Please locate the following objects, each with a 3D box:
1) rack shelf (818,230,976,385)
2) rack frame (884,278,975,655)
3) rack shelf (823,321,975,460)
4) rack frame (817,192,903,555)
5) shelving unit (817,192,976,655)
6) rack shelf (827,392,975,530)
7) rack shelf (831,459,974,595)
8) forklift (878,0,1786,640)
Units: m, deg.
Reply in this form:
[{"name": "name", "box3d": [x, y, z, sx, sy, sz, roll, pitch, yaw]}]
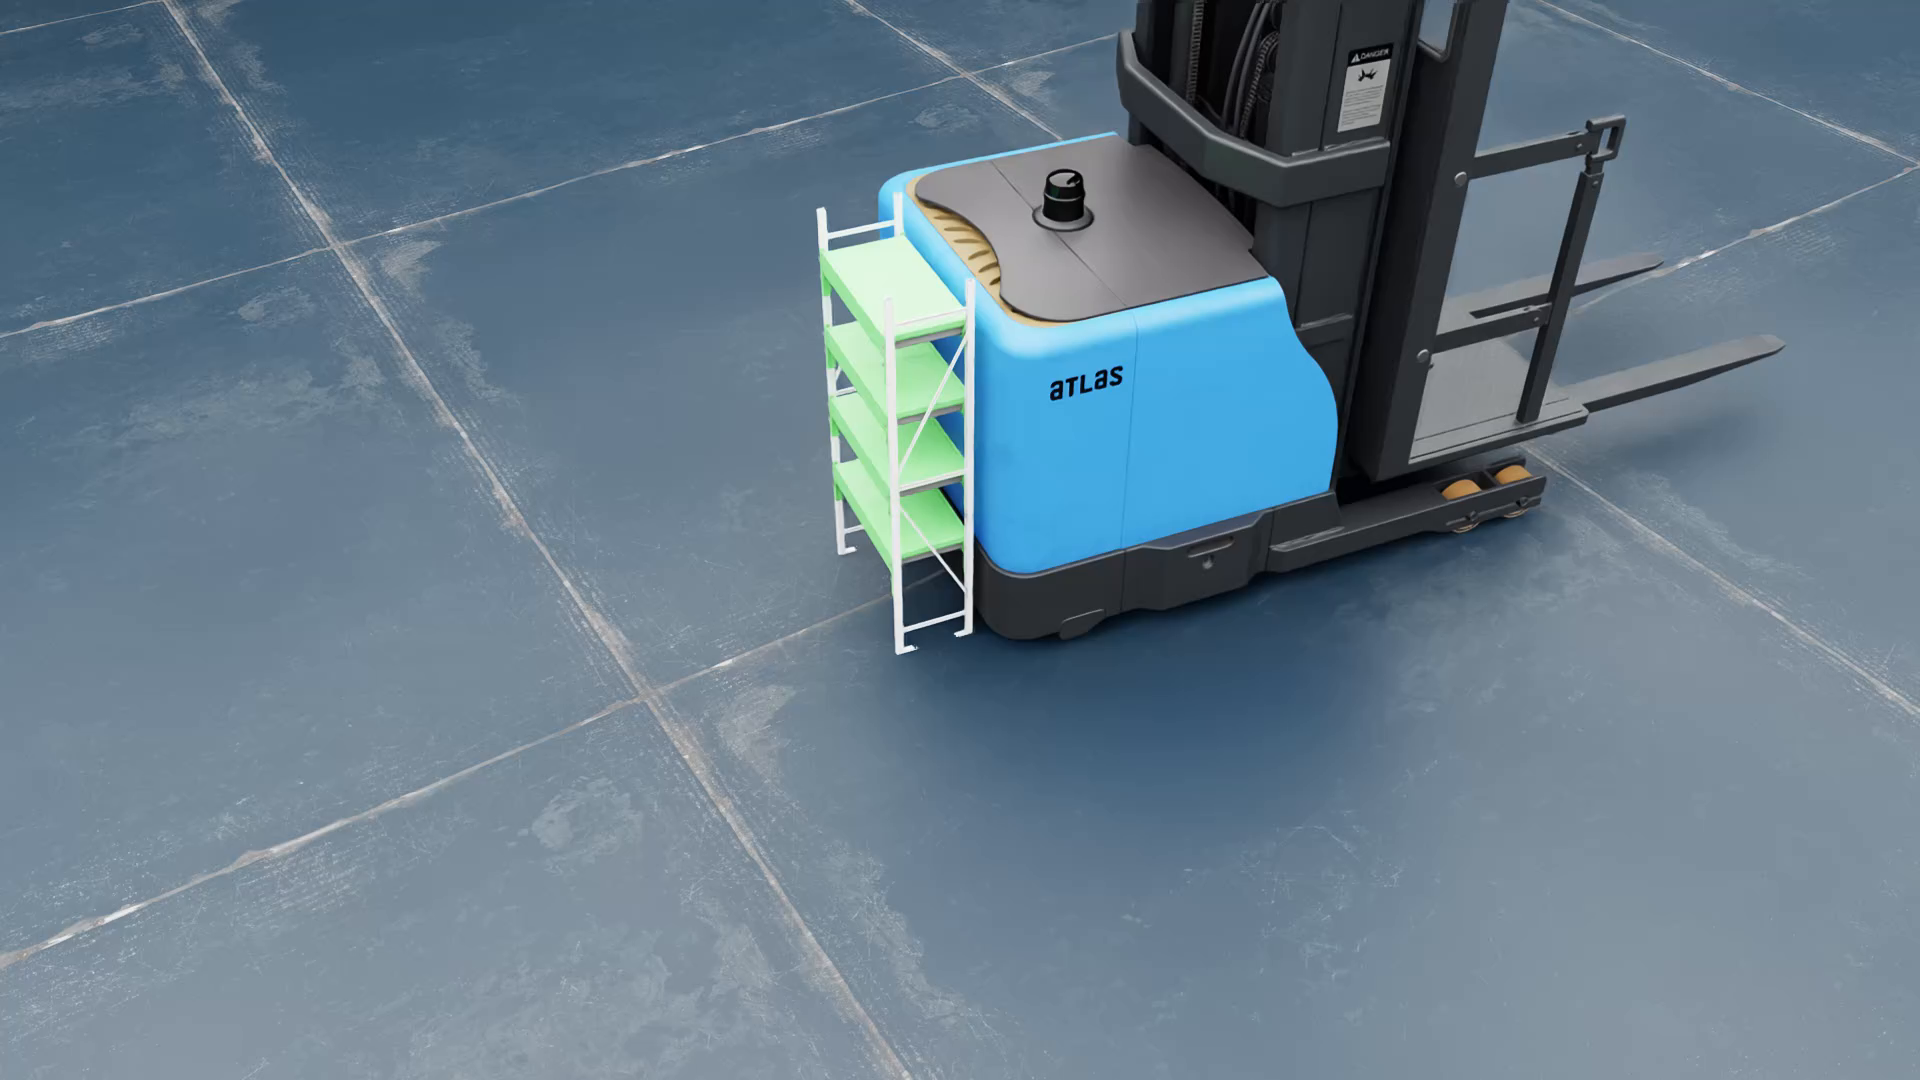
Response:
[{"name": "rack shelf", "box3d": [-0.172, -0.624, 4.411, 0.258, 0.148, 0.480, -15, 42, -18]}, {"name": "rack frame", "box3d": [-0.075, -0.161, 4.506, 0.240, 1.200, 0.015, -15, 42, -18]}, {"name": "rack shelf", "box3d": [-0.172, -0.439, 4.565, 0.258, 0.148, 0.480, -15, 42, -18]}, {"name": "rack frame", "box3d": [-0.269, -0.447, 4.850, 0.240, 1.200, 0.015, -15, 42, -18]}, {"name": "shelving unit", "box3d": [-0.172, -0.304, 4.678, 0.258, 1.200, 0.503, -15, 42, -18]}, {"name": "rack shelf", "box3d": [-0.172, -0.255, 4.719, 0.258, 0.148, 0.480, -15, 42, -18]}, {"name": "rack shelf", "box3d": [-0.172, -0.071, 4.872, 0.258, 0.148, 0.480, -15, 42, -18]}, {"name": "forklift", "box3d": [1.314, -1.447, 4.697, 3.031, 2.935, 1.130, -15, 42, -17]}]
